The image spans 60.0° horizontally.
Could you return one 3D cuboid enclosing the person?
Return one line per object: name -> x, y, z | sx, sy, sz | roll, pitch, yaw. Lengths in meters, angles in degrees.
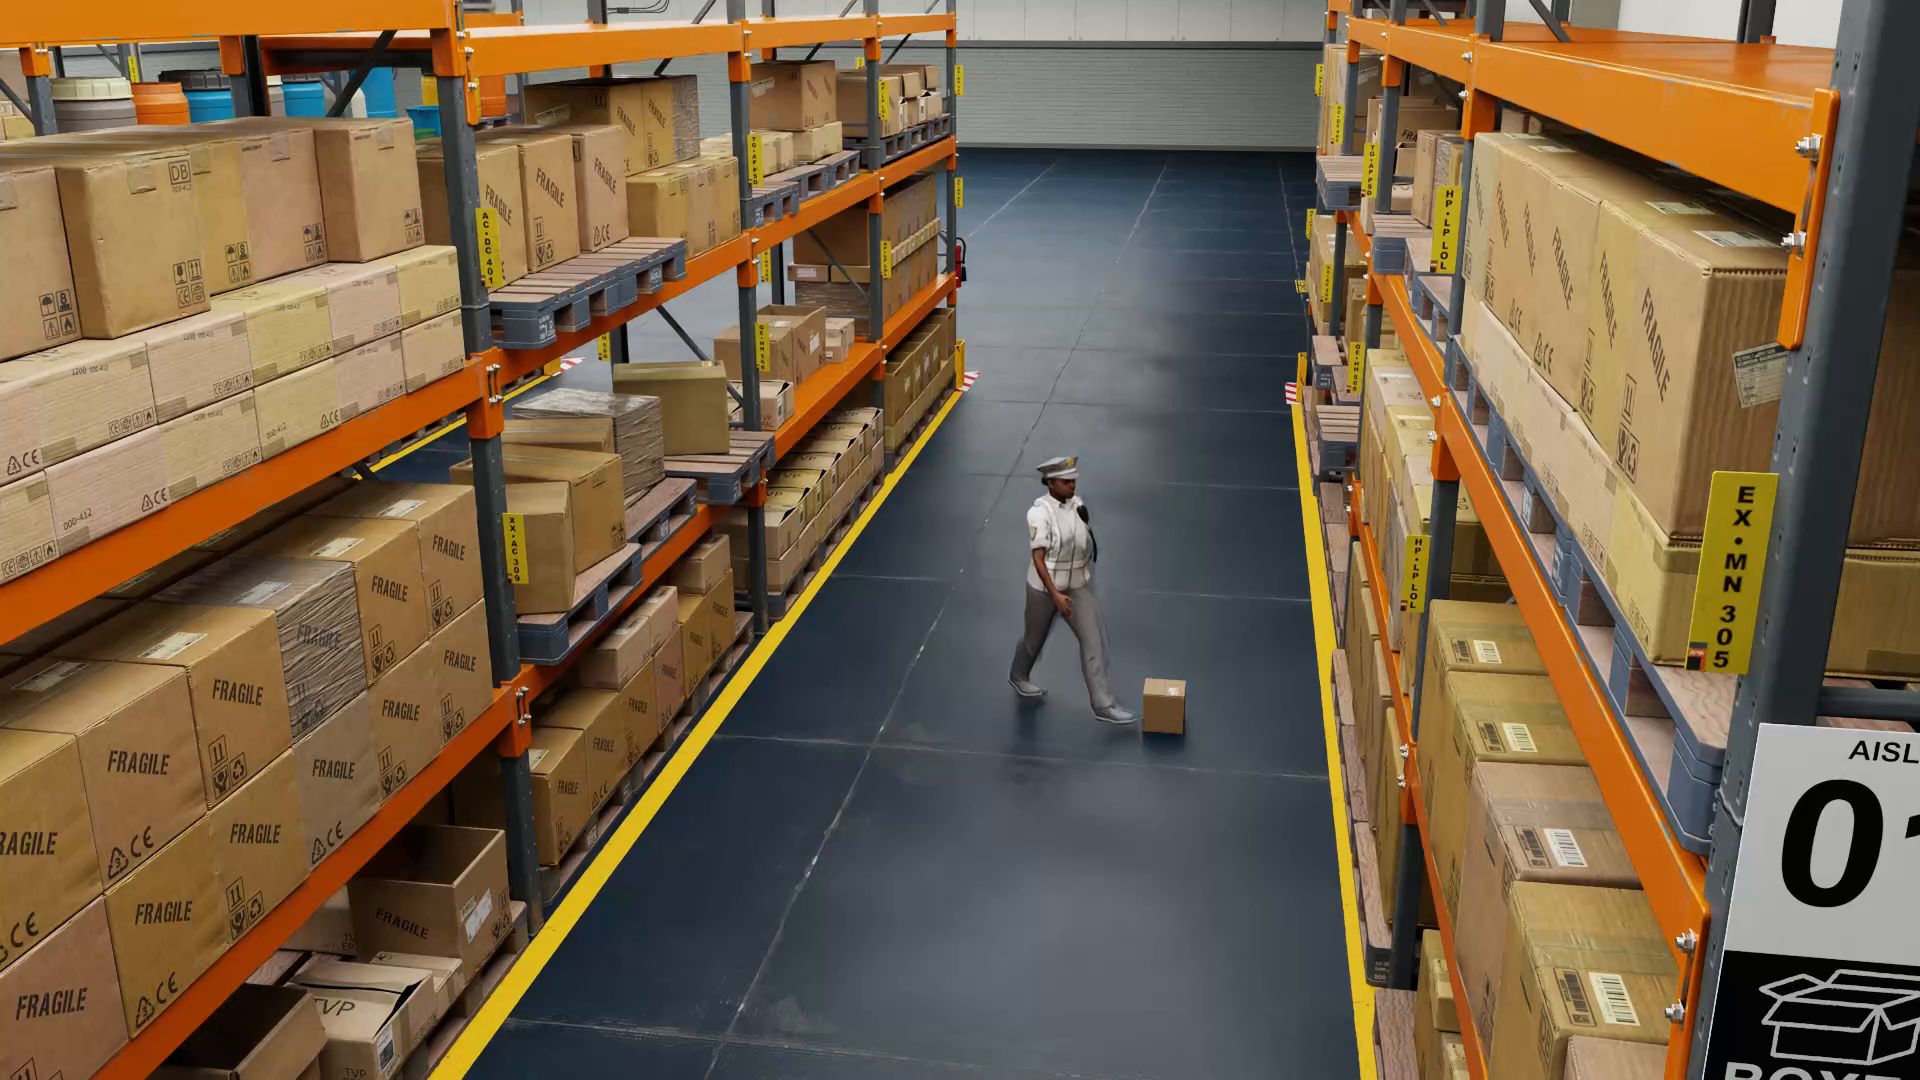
person -> 0.652, 0.289, 10.107 | 0.457, 1.618, 1.003 | -10, 21, -28
